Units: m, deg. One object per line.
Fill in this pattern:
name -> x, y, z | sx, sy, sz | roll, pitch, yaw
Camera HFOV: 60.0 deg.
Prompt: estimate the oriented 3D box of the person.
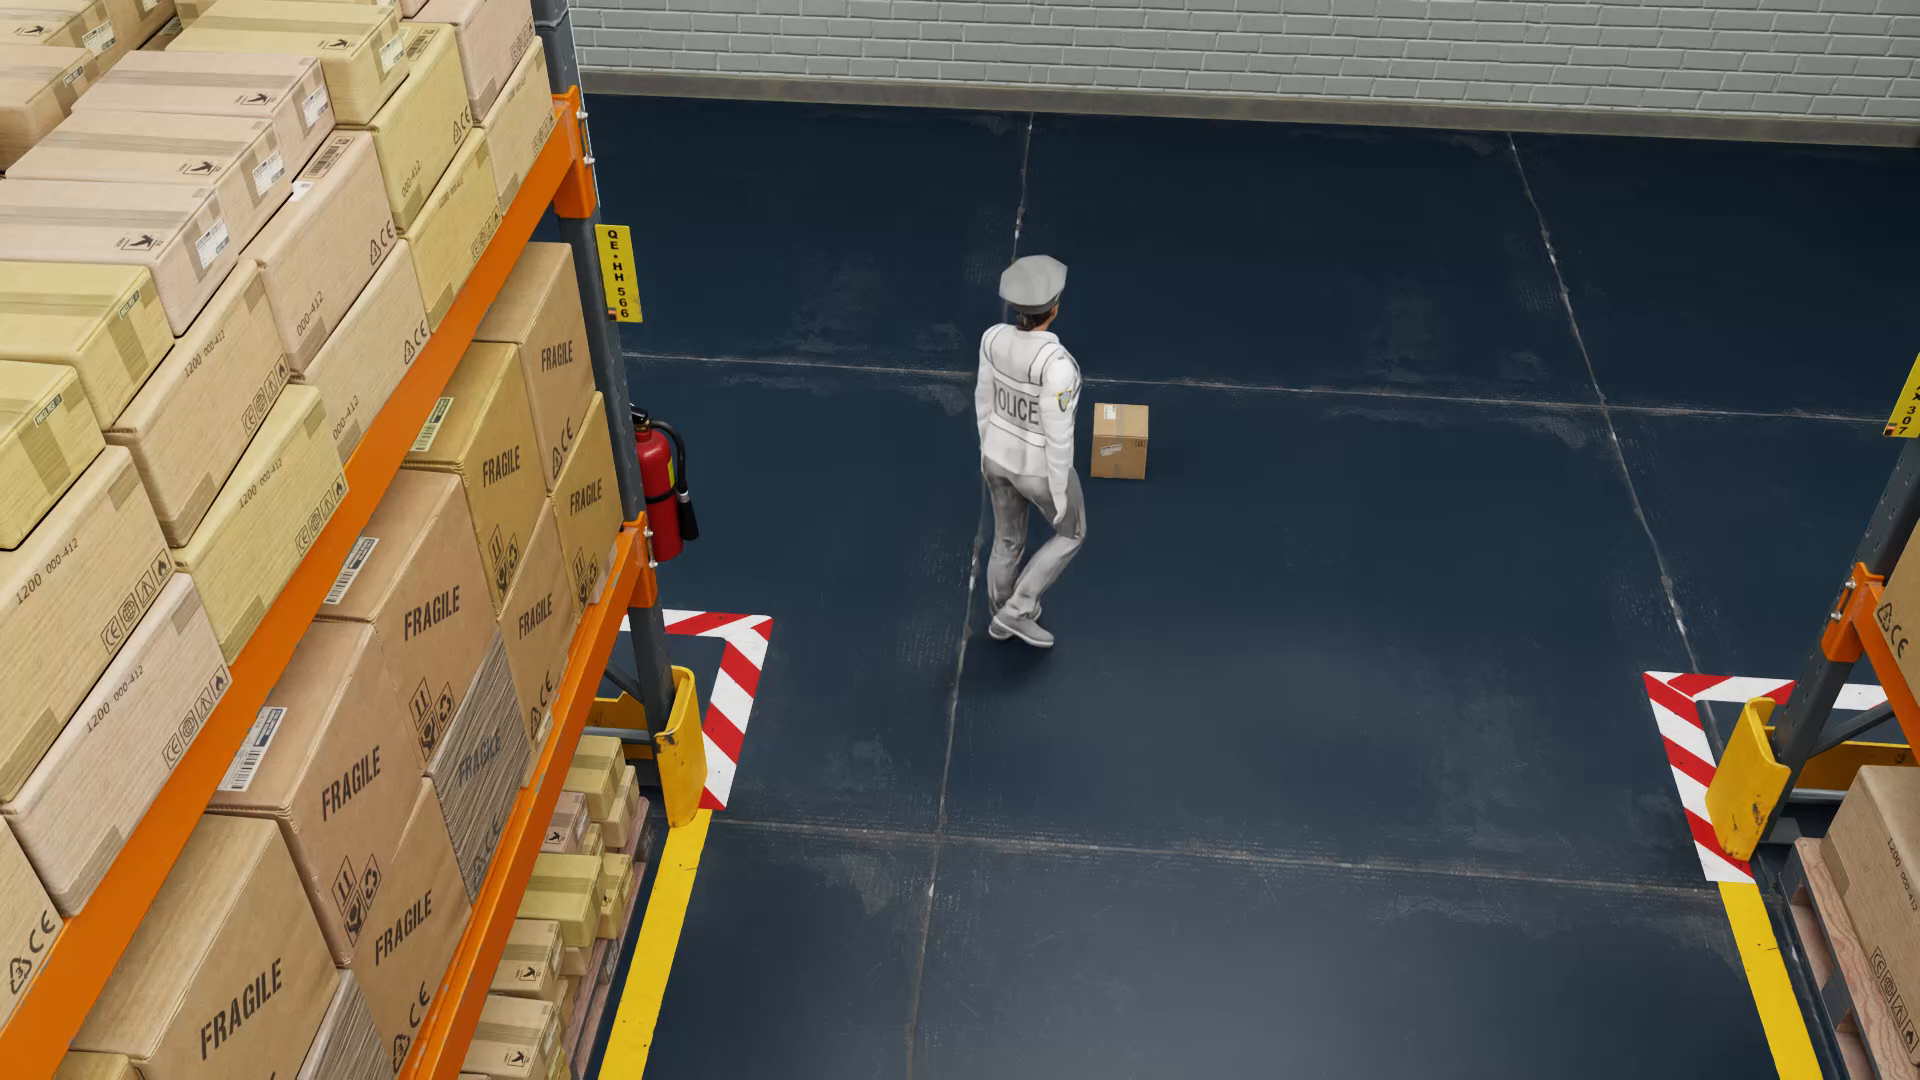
person -> 0.232, -0.283, 6.463 | 0.523, 1.672, 0.483 | 31, 49, 31
